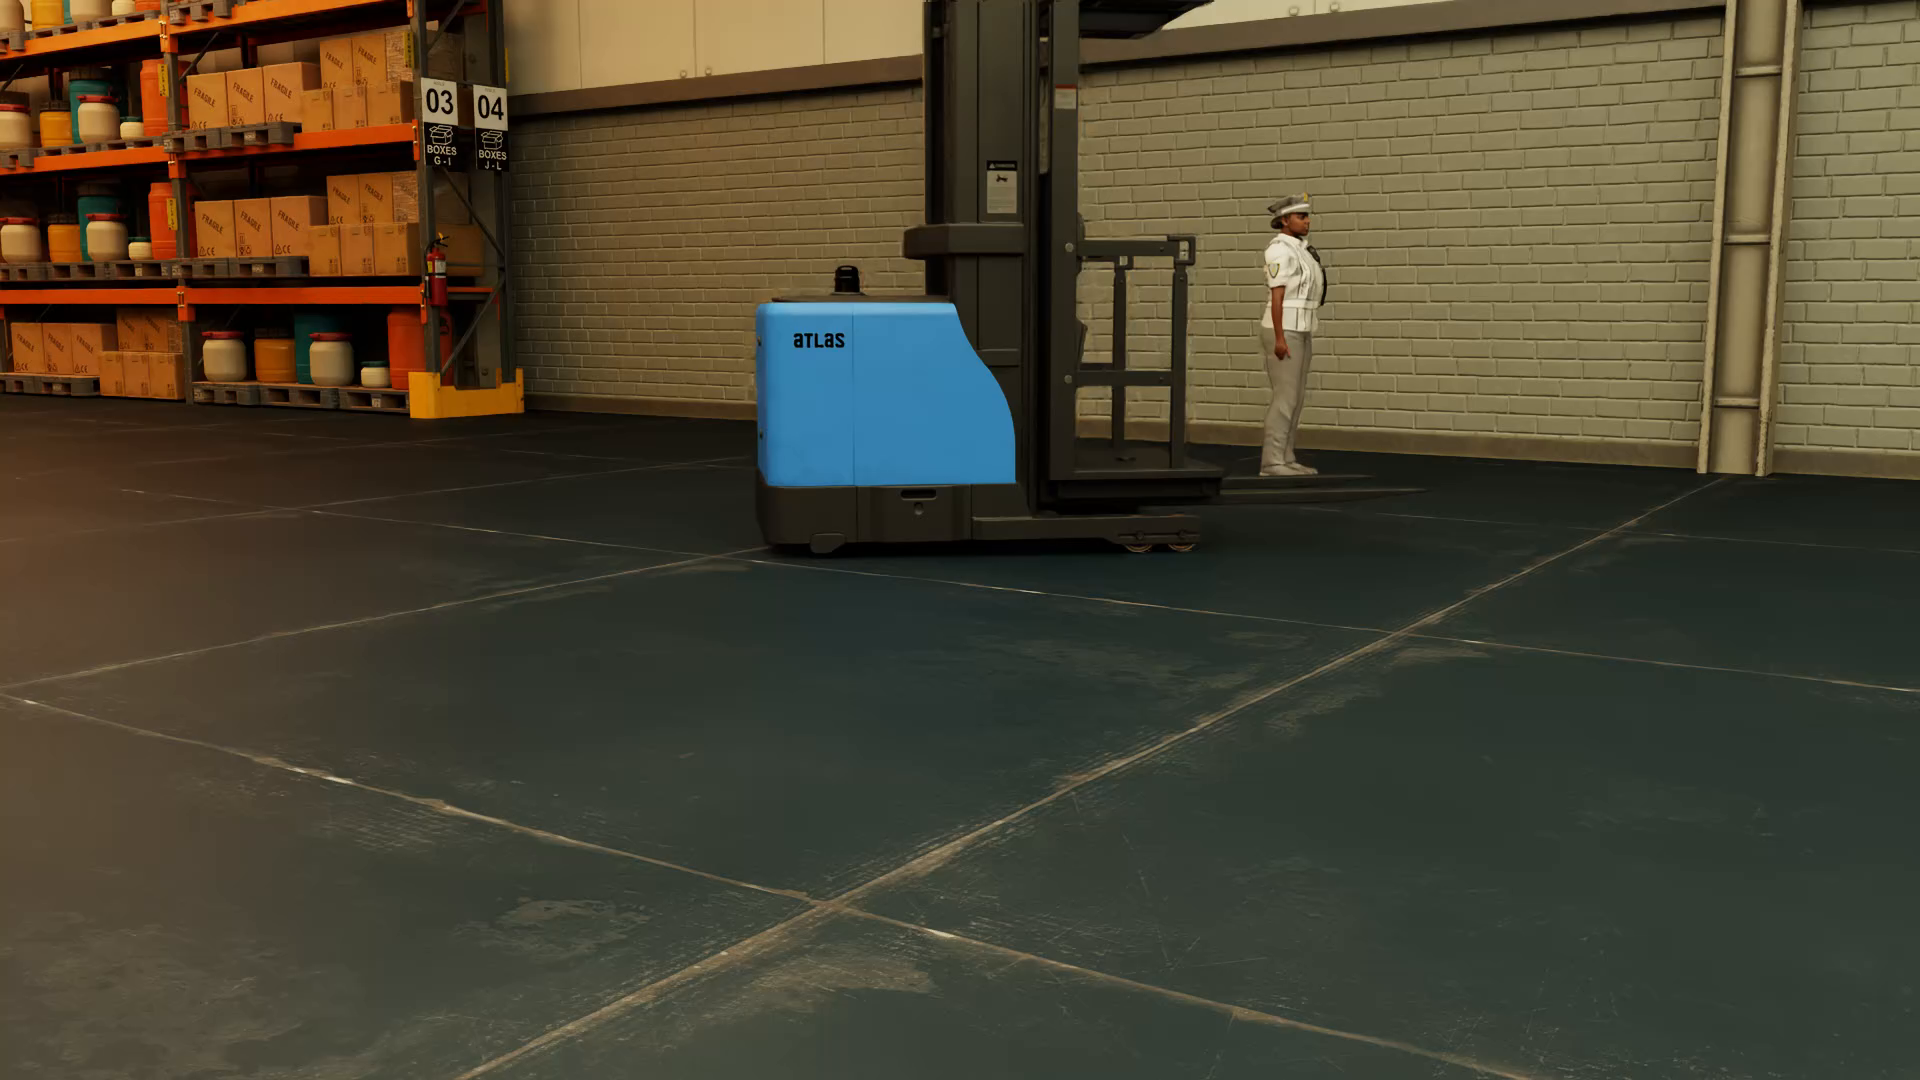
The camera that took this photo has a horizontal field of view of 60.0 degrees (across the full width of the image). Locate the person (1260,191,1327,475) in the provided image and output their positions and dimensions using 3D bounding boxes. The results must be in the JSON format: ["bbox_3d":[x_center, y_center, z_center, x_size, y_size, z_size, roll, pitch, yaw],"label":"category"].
[{"bbox_3d":[1.965,-1.210,9.881,0.336,1.690,0.446,4,9,29],"label":"person"}]

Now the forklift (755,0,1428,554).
[{"bbox_3d":[0.599,-1.468,7.517,3.031,2.935,1.130,-1,8,-9],"label":"forklift"}]
